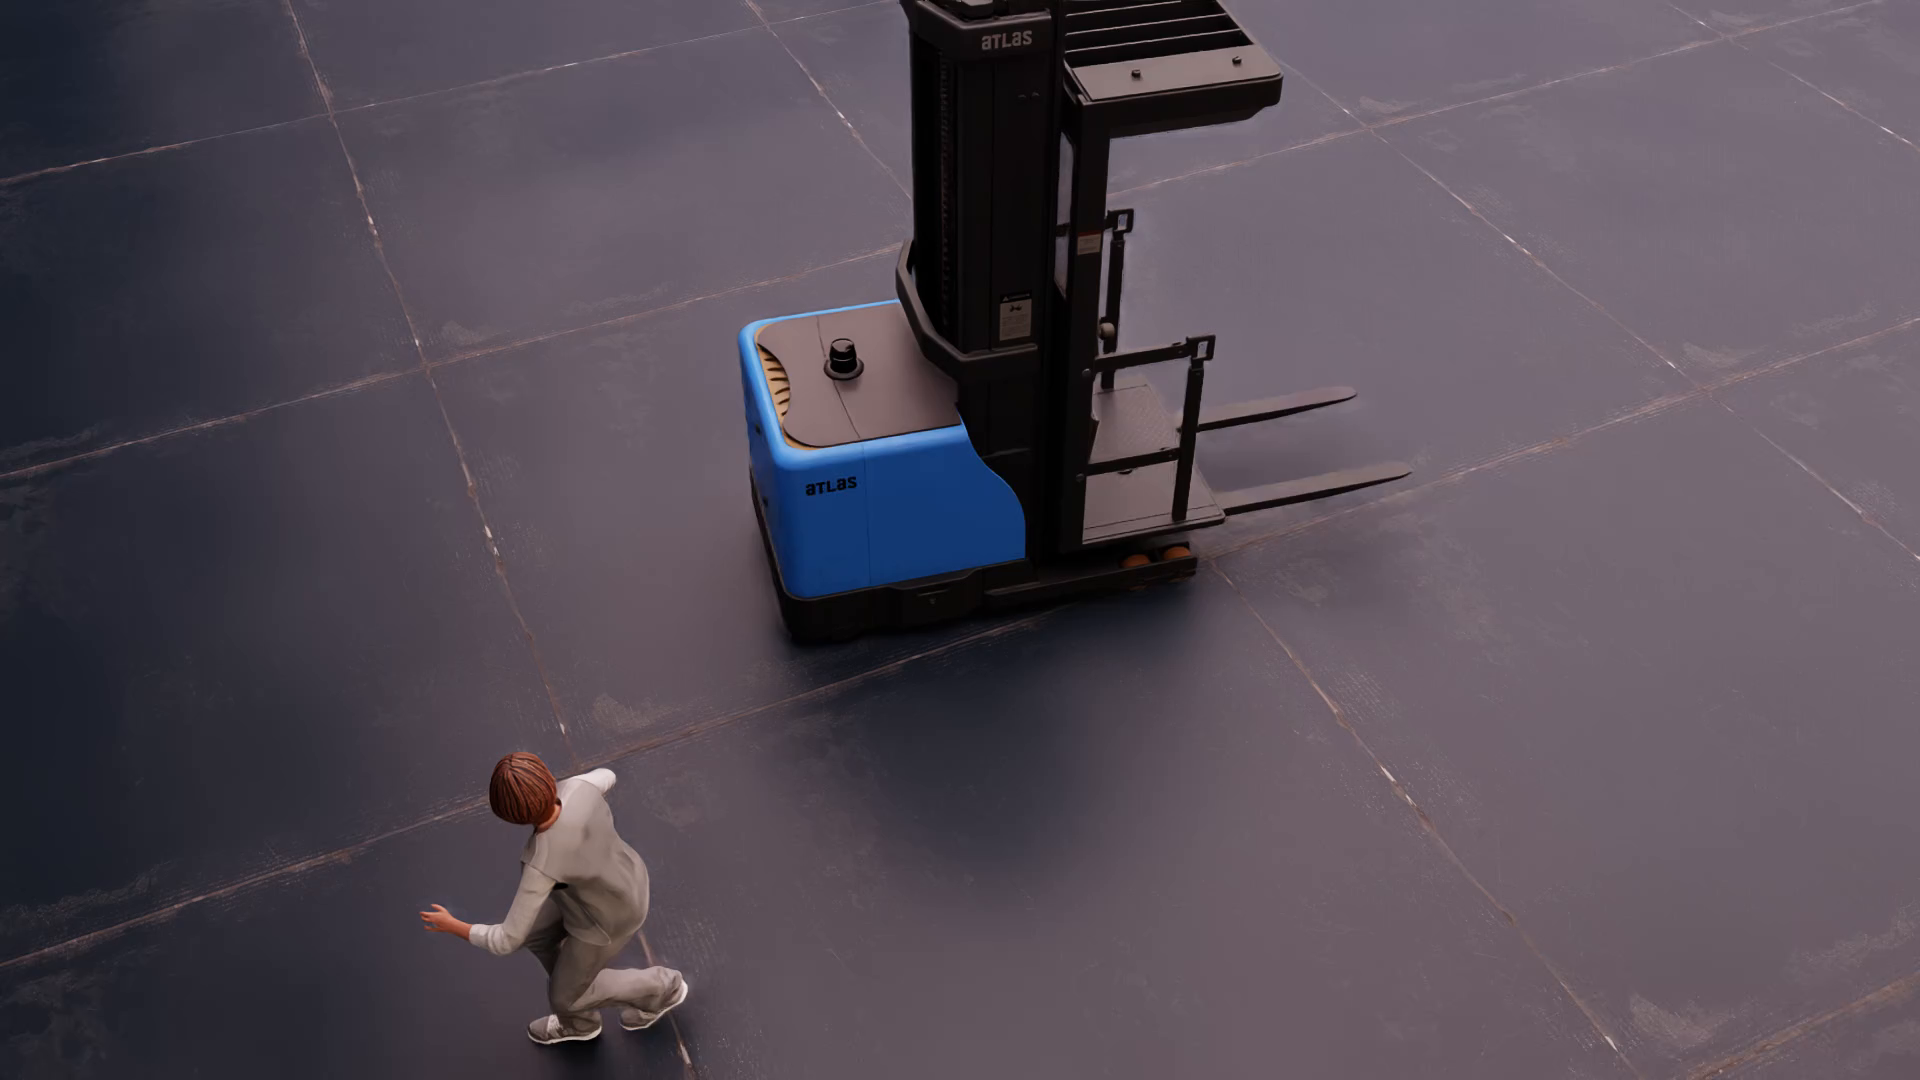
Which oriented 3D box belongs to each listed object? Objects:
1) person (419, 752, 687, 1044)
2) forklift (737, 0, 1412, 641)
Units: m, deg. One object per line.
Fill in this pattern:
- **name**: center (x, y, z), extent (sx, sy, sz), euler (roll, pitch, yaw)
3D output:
- **person**: center (-1.348, 1.166, 5.504), extent (0.758, 1.482, 0.738), euler (-3, 43, -3)
- **forklift**: center (0.589, -1.183, 6.948), extent (3.031, 2.935, 1.130), euler (-10, 44, -11)
